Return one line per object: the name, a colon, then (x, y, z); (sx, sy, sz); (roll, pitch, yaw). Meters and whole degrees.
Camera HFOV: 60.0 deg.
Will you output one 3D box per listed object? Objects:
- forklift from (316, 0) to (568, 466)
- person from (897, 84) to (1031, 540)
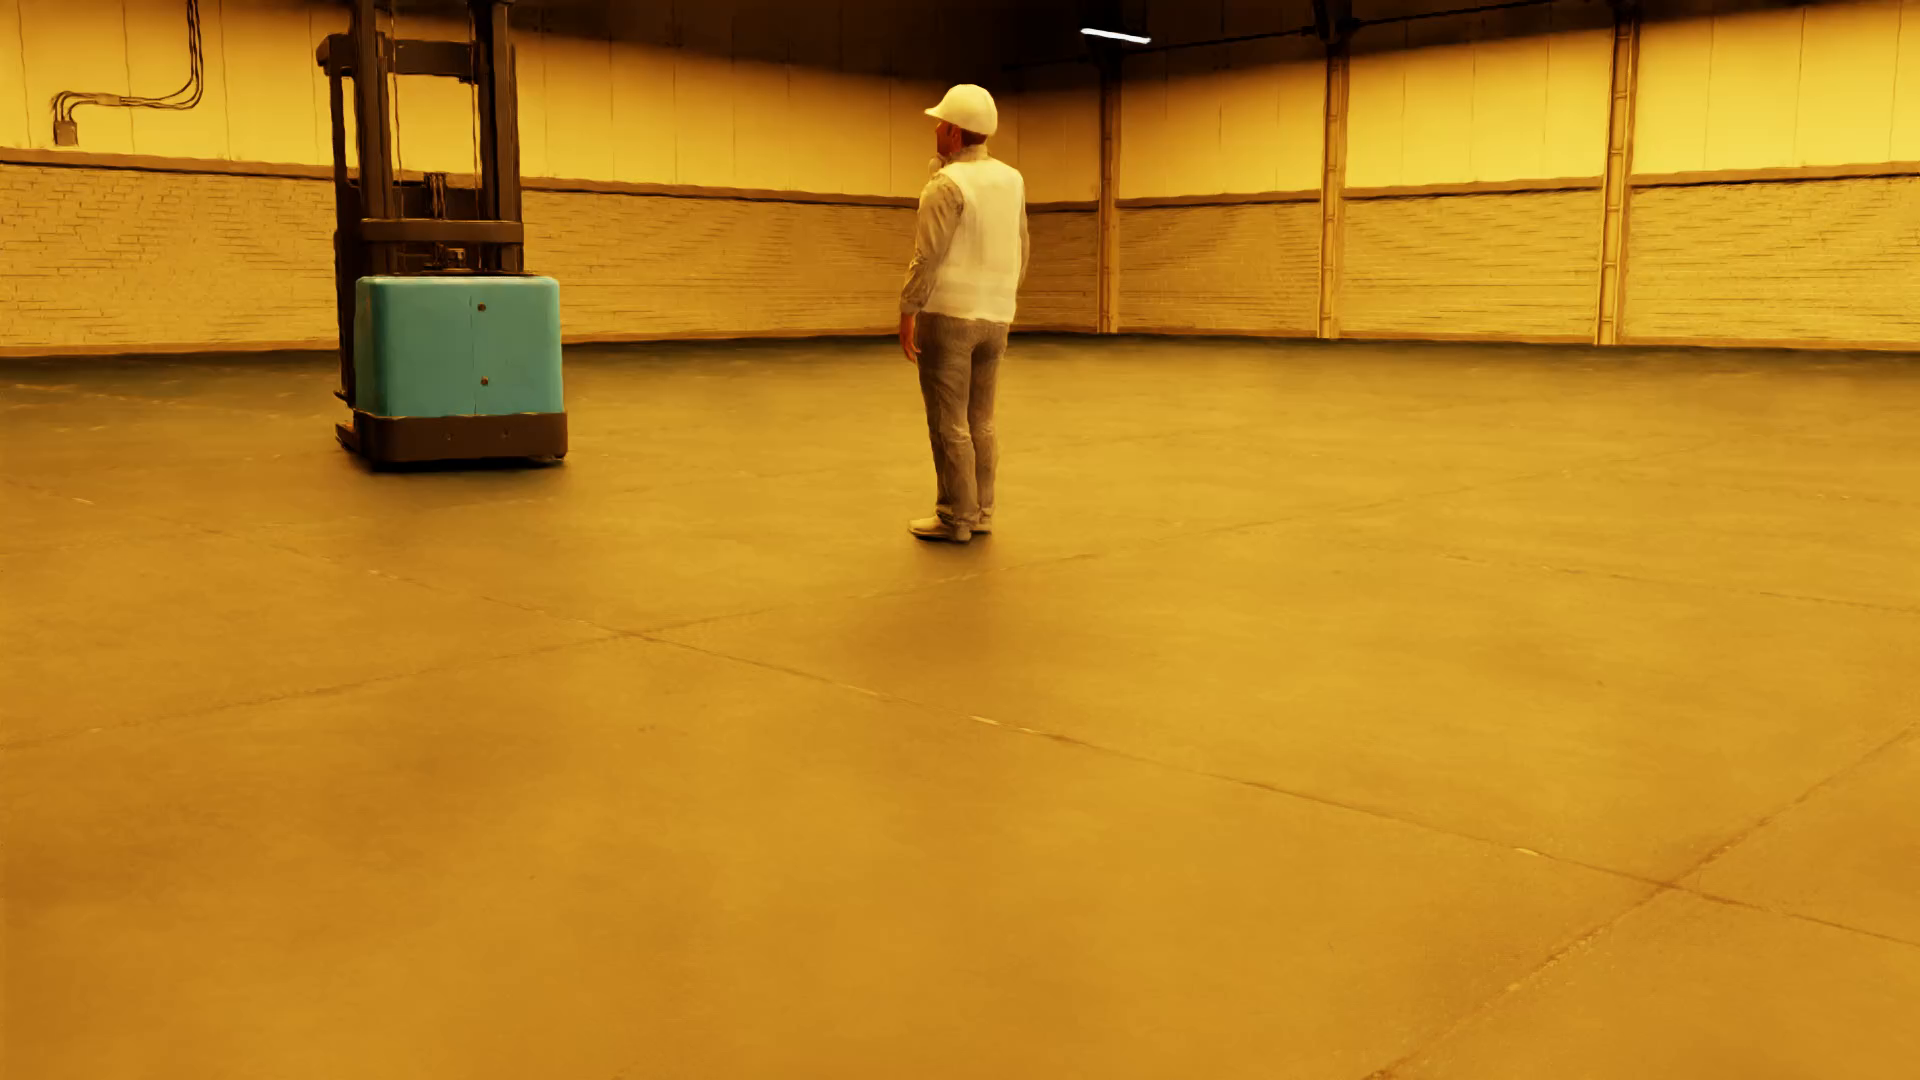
forklift: (-3.354, -2.038, 10.409); (1.130, 2.935, 3.031); (-4, 10, -26)
person: (-0.039, -0.892, 6.633); (0.567, 1.773, 0.632); (8, 12, 43)
